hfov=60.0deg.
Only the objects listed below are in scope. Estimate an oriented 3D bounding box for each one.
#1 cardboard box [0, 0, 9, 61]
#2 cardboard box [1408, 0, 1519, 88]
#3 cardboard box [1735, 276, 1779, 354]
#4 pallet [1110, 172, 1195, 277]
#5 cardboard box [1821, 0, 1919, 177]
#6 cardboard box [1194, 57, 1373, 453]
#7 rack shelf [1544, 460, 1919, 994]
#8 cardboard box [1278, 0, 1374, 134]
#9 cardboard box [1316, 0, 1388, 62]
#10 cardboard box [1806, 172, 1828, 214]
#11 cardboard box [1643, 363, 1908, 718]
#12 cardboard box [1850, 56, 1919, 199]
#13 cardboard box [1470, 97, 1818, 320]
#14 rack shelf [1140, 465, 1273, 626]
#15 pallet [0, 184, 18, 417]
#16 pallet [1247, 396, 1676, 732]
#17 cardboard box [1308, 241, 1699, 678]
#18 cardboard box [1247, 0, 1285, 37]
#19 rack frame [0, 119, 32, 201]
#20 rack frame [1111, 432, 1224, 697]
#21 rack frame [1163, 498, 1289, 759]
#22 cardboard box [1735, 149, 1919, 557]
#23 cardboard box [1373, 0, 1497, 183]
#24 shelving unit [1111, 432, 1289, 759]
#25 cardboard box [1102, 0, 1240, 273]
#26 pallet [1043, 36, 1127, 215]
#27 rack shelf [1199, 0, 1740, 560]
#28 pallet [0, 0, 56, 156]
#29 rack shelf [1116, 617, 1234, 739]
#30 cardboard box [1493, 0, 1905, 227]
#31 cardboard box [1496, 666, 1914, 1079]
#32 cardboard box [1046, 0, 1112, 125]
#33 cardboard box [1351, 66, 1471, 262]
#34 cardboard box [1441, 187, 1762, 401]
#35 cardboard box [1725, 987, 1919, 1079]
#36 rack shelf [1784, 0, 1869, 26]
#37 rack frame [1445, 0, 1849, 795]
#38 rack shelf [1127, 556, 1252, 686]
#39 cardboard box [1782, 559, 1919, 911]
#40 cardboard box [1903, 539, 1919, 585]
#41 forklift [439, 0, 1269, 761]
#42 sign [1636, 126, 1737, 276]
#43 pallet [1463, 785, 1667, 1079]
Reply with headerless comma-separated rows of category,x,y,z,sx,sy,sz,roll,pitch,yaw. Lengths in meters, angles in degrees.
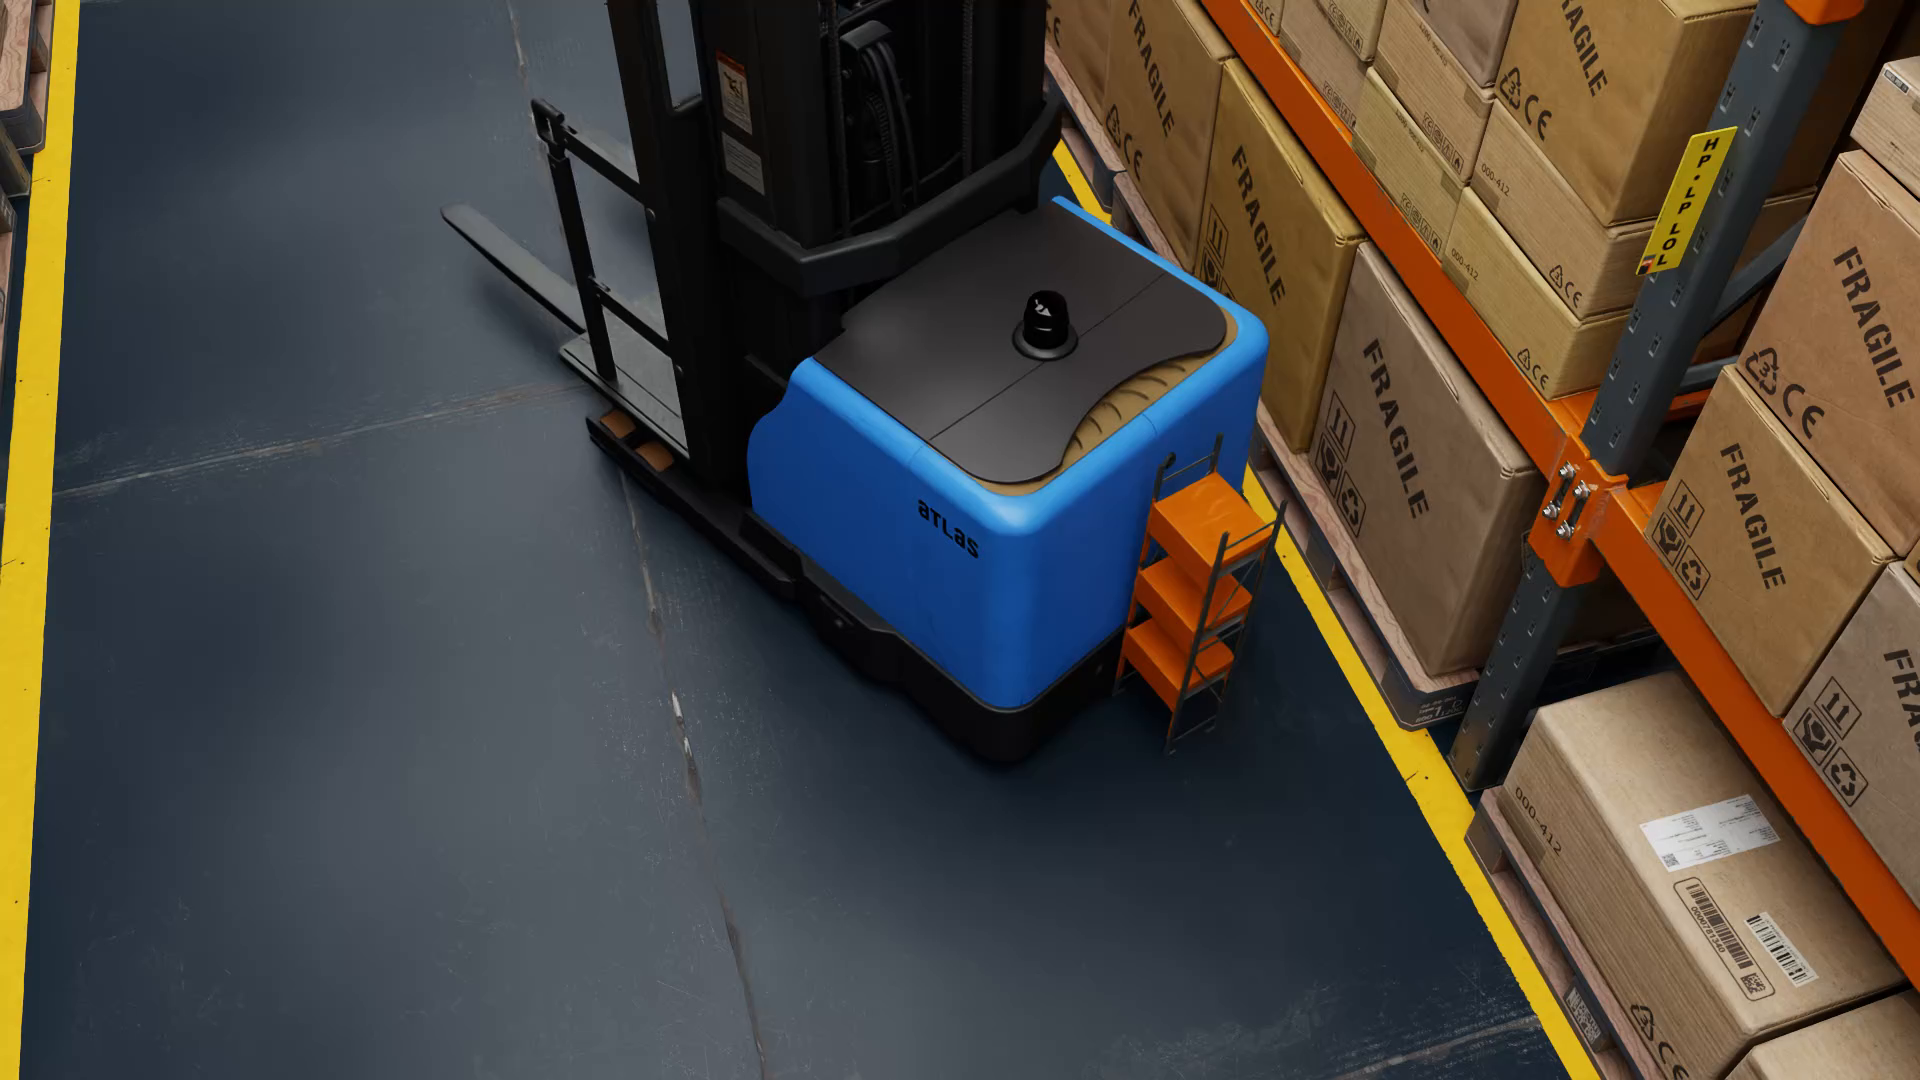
cardboard box,-4.220,-2.037,6.284,0.875,0.625,0.625,-12,51,-10
cardboard box,1.343,-1.412,3.759,0.500,0.500,0.500,-12,51,-10
cardboard box,1.997,-0.745,4.014,0.500,0.250,0.500,-14,51,-12
pallet,1.211,-0.952,5.915,1.003,0.211,1.213,-13,51,-11
cardboard box,2.020,-1.153,3.541,0.500,0.500,0.500,-13,51,-11
cardboard box,1.341,-0.955,5.208,0.875,0.875,0.875,-12,51,-10
rack shelf,2.467,1.281,2.679,1.077,0.370,4.000,-13,51,-11
cardboard box,1.221,-1.379,4.549,0.500,0.250,0.500,-15,51,-12
cardboard box,1.199,-1.532,4.351,0.500,0.250,0.500,-12,51,-10
cardboard box,2.015,-0.910,3.826,0.500,0.250,0.500,-15,51,-12
cardboard box,1.764,-0.042,3.258,0.500,0.500,0.500,-12,51,-10
cardboard box,1.721,-0.686,2.723,0.380,0.149,0.250,-14,51,-12
cardboard box,1.513,-0.792,3.727,0.500,0.250,0.500,-13,51,-11
rack shelf,0.622,0.014,4.186,0.215,0.259,0.240,-27,59,-21
pallet,-3.864,-0.756,5.749,1.003,0.211,1.213,-13,51,-11
pallet,1.575,-0.060,5.162,1.003,0.211,1.213,-13,51,-11
cardboard box,1.615,-0.297,4.654,0.875,0.875,0.875,-12,51,-10
cardboard box,1.064,-1.756,4.866,0.500,0.250,0.500,-13,51,-11
rack frame,-4.048,-2.208,5.150,1.000,3.000,0.127,-13,51,-11
rack frame,0.544,0.096,4.462,0.200,1.050,0.008,-27,59,-21
rack frame,0.680,0.261,4.344,0.200,1.050,0.008,-27,59,-21
cardboard box,1.785,-0.364,2.876,0.500,0.500,0.500,-13,51,-11
cardboard box,1.358,-1.155,4.033,0.500,0.250,0.500,-12,51,-10
shelving unit,0.612,0.179,4.403,0.215,1.050,0.252,-27,59,-21
cardboard box,1.077,-1.608,5.759,0.875,0.875,0.875,-13,51,-11
pallet,0.853,-1.842,6.665,1.003,0.211,1.213,-13,51,-11
rack shelf,1.284,-1.641,5.142,1.077,0.370,4.000,-13,51,-11
pallet,-4.254,-1.920,6.730,1.003,0.211,1.213,-13,51,-11
rack shelf,0.602,0.353,4.633,0.215,0.259,0.240,-27,59,-21
cardboard box,1.503,-1.036,3.442,0.500,0.500,0.500,-12,51,-10
cardboard box,1.958,0.761,4.047,0.875,0.438,0.875,-14,51,-12
cardboard box,0.817,-2.261,6.309,0.875,0.875,0.875,-14,51,-11
cardboard box,1.352,-1.007,4.235,0.500,0.250,0.500,-14,51,-11
cardboard box,1.502,-0.634,3.921,0.500,0.250,0.500,-14,51,-12
cardboard box,2.224,1.415,3.496,0.875,0.438,0.875,-15,51,-12
rack shelf,2.467,0.314,1.532,1.077,0.370,4.000,-13,51,-11
rack frame,1.875,-0.412,3.635,1.000,3.000,0.127,-13,51,-11
rack shelf,0.612,0.185,4.412,0.215,0.259,0.240,-27,59,-21
cardboard box,1.909,0.326,2.948,0.500,0.500,0.500,-13,51,-11
cardboard box,1.928,0.006,2.563,0.500,0.500,0.500,-14,51,-11
forklift,-0.568,-1.352,4.473,1.130,2.935,3.031,-37,59,-27
sign,1.360,-0.630,3.114,0.100,0.325,0.005,-13,51,-11
pallet,2.025,1.060,4.218,1.003,0.211,1.213,-13,51,-11
